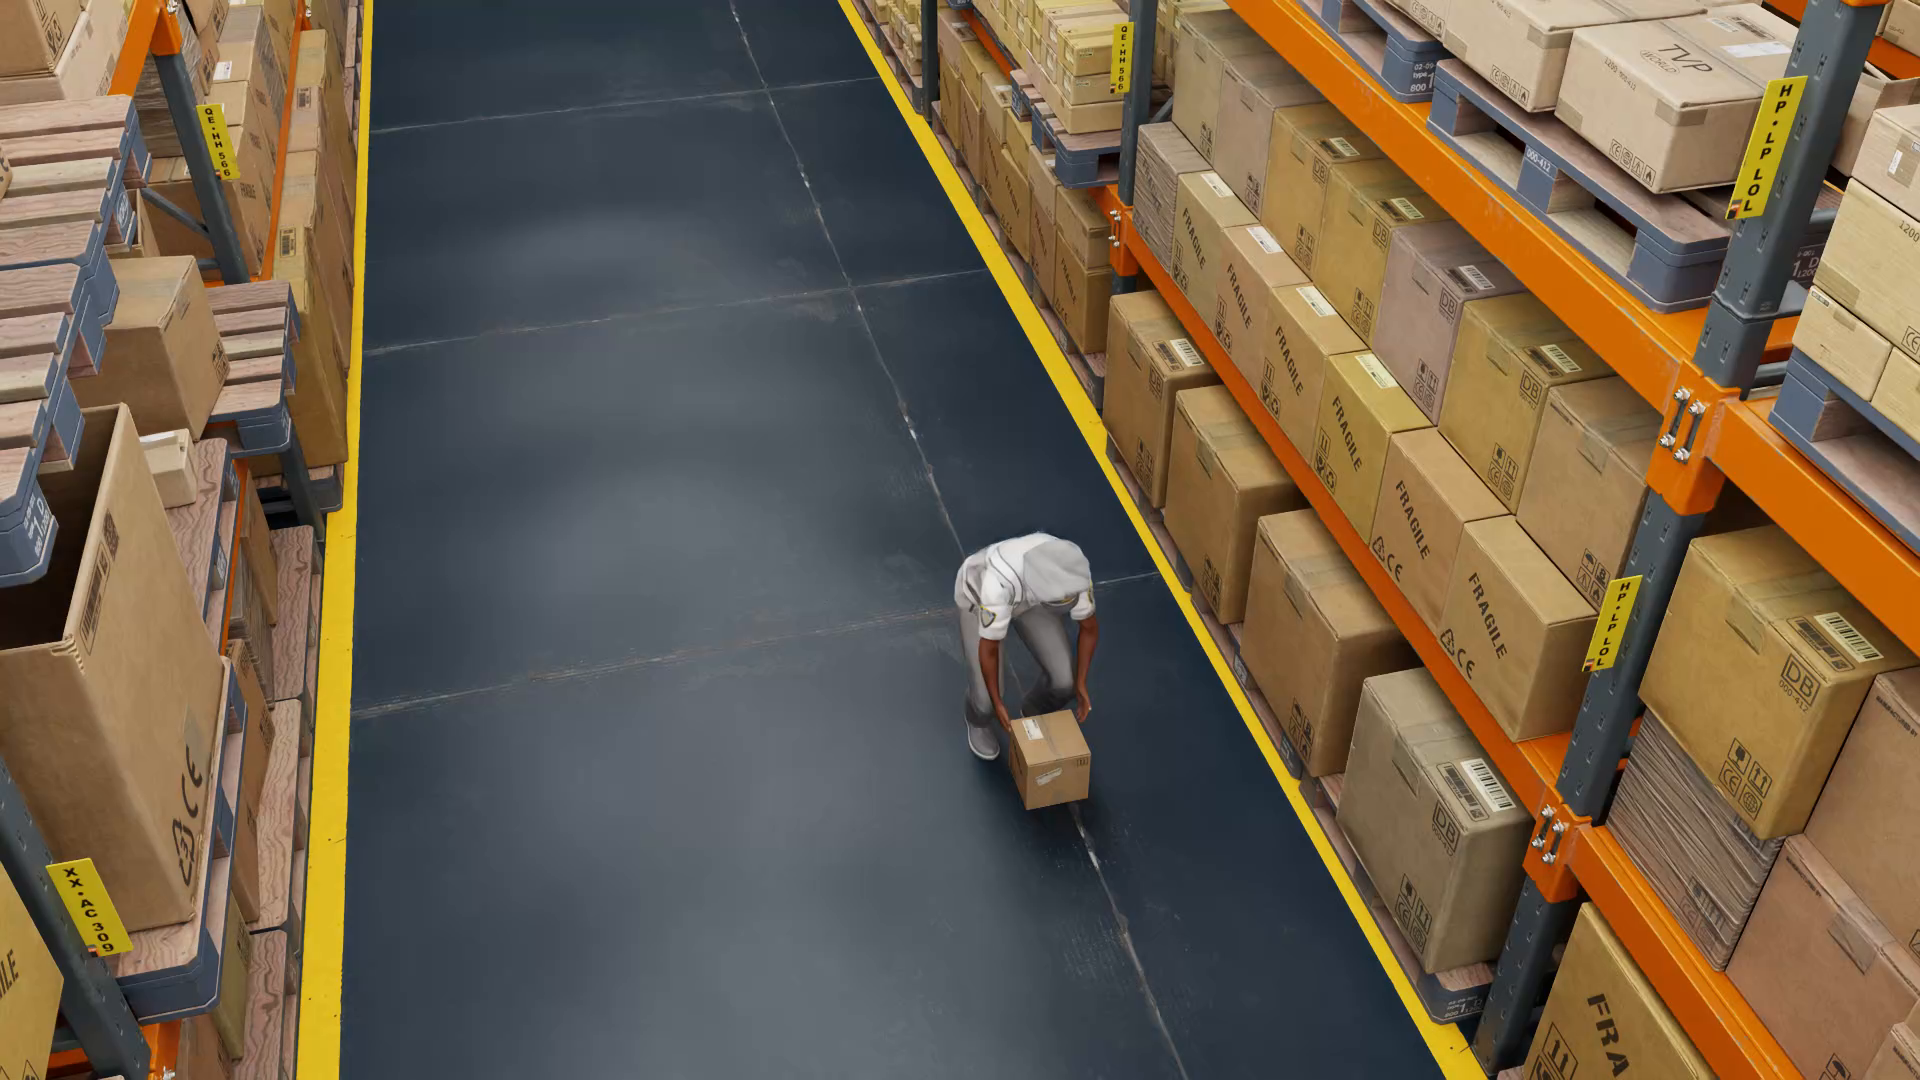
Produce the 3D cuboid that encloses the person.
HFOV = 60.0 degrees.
[{"bbox_3d":[0.269,0.380,6.595,0.502,1.222,0.787,-10,39,-12],"label":"person"}]
